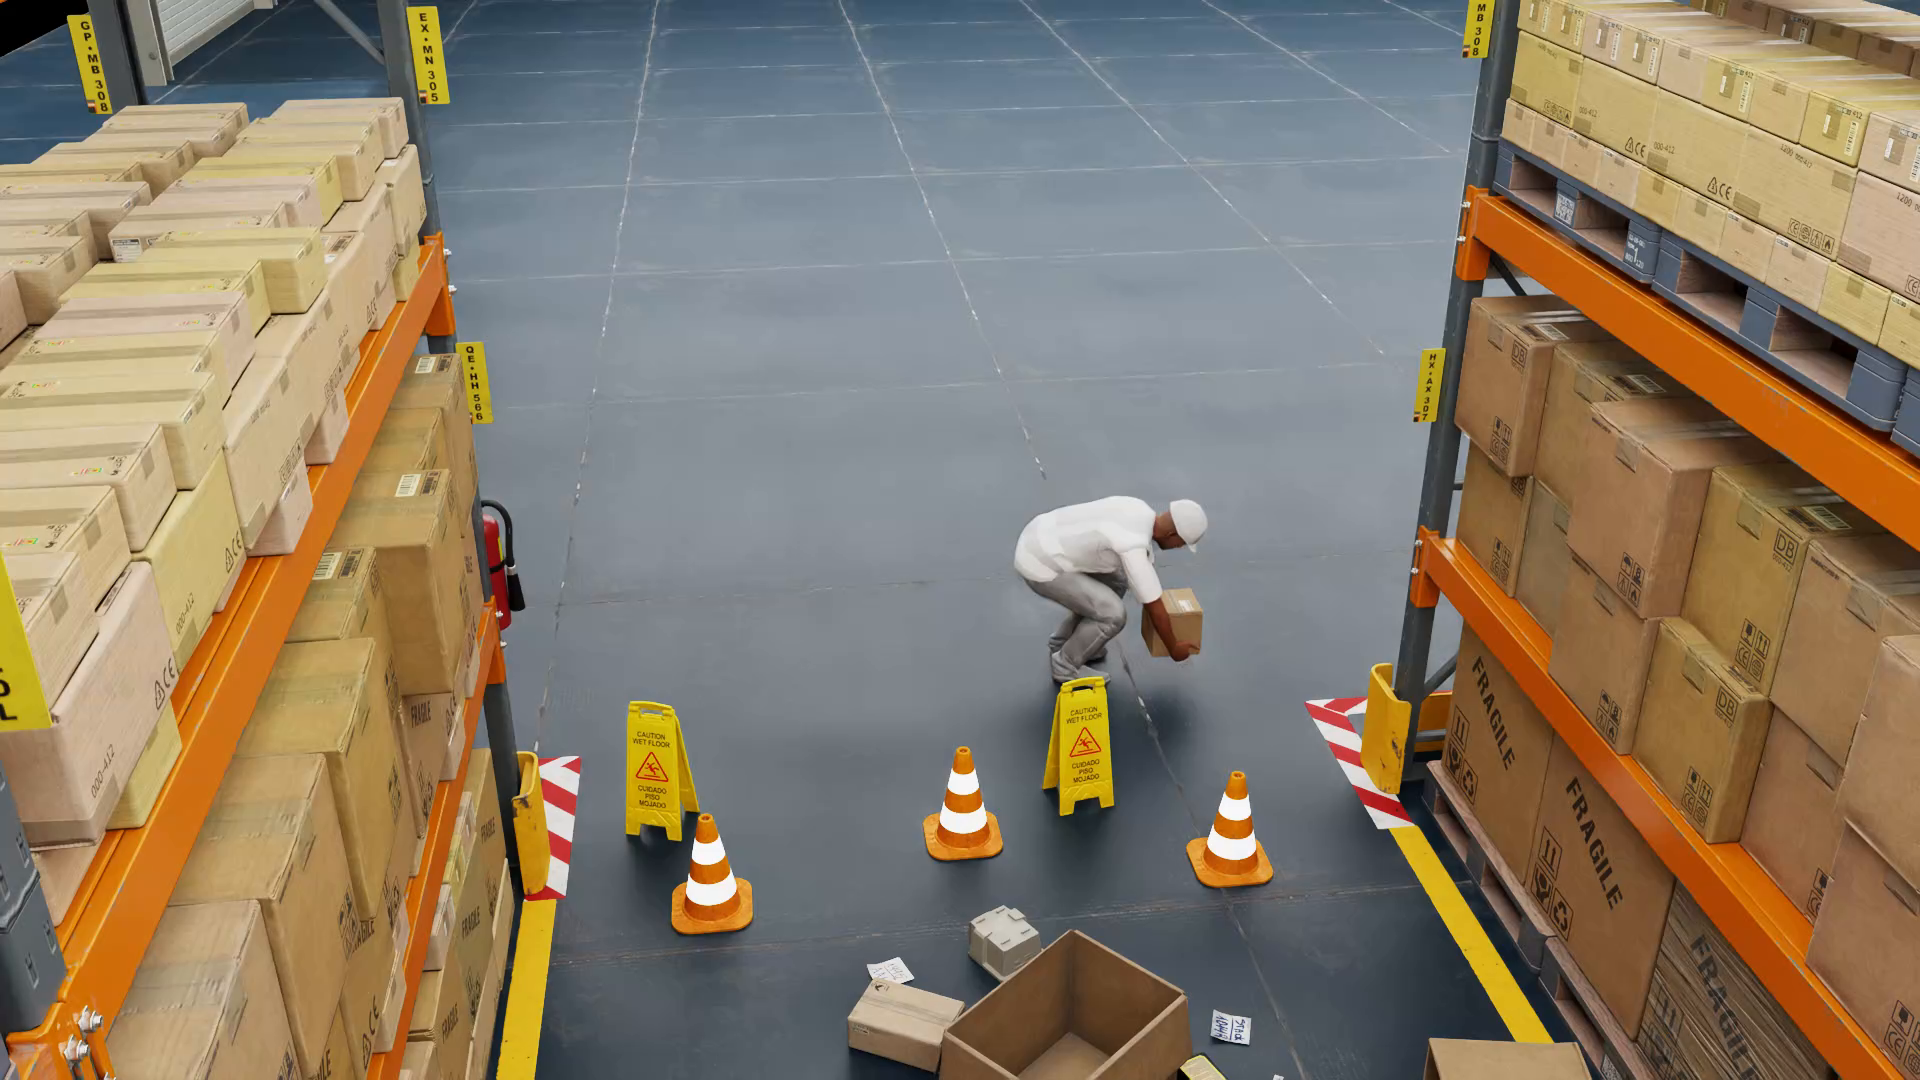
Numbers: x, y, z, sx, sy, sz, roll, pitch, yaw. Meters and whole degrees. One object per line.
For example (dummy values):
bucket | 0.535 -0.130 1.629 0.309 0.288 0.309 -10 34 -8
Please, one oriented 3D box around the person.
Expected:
person | 0.757 0.231 8.483 0.960 1.001 0.521 4 27 7
